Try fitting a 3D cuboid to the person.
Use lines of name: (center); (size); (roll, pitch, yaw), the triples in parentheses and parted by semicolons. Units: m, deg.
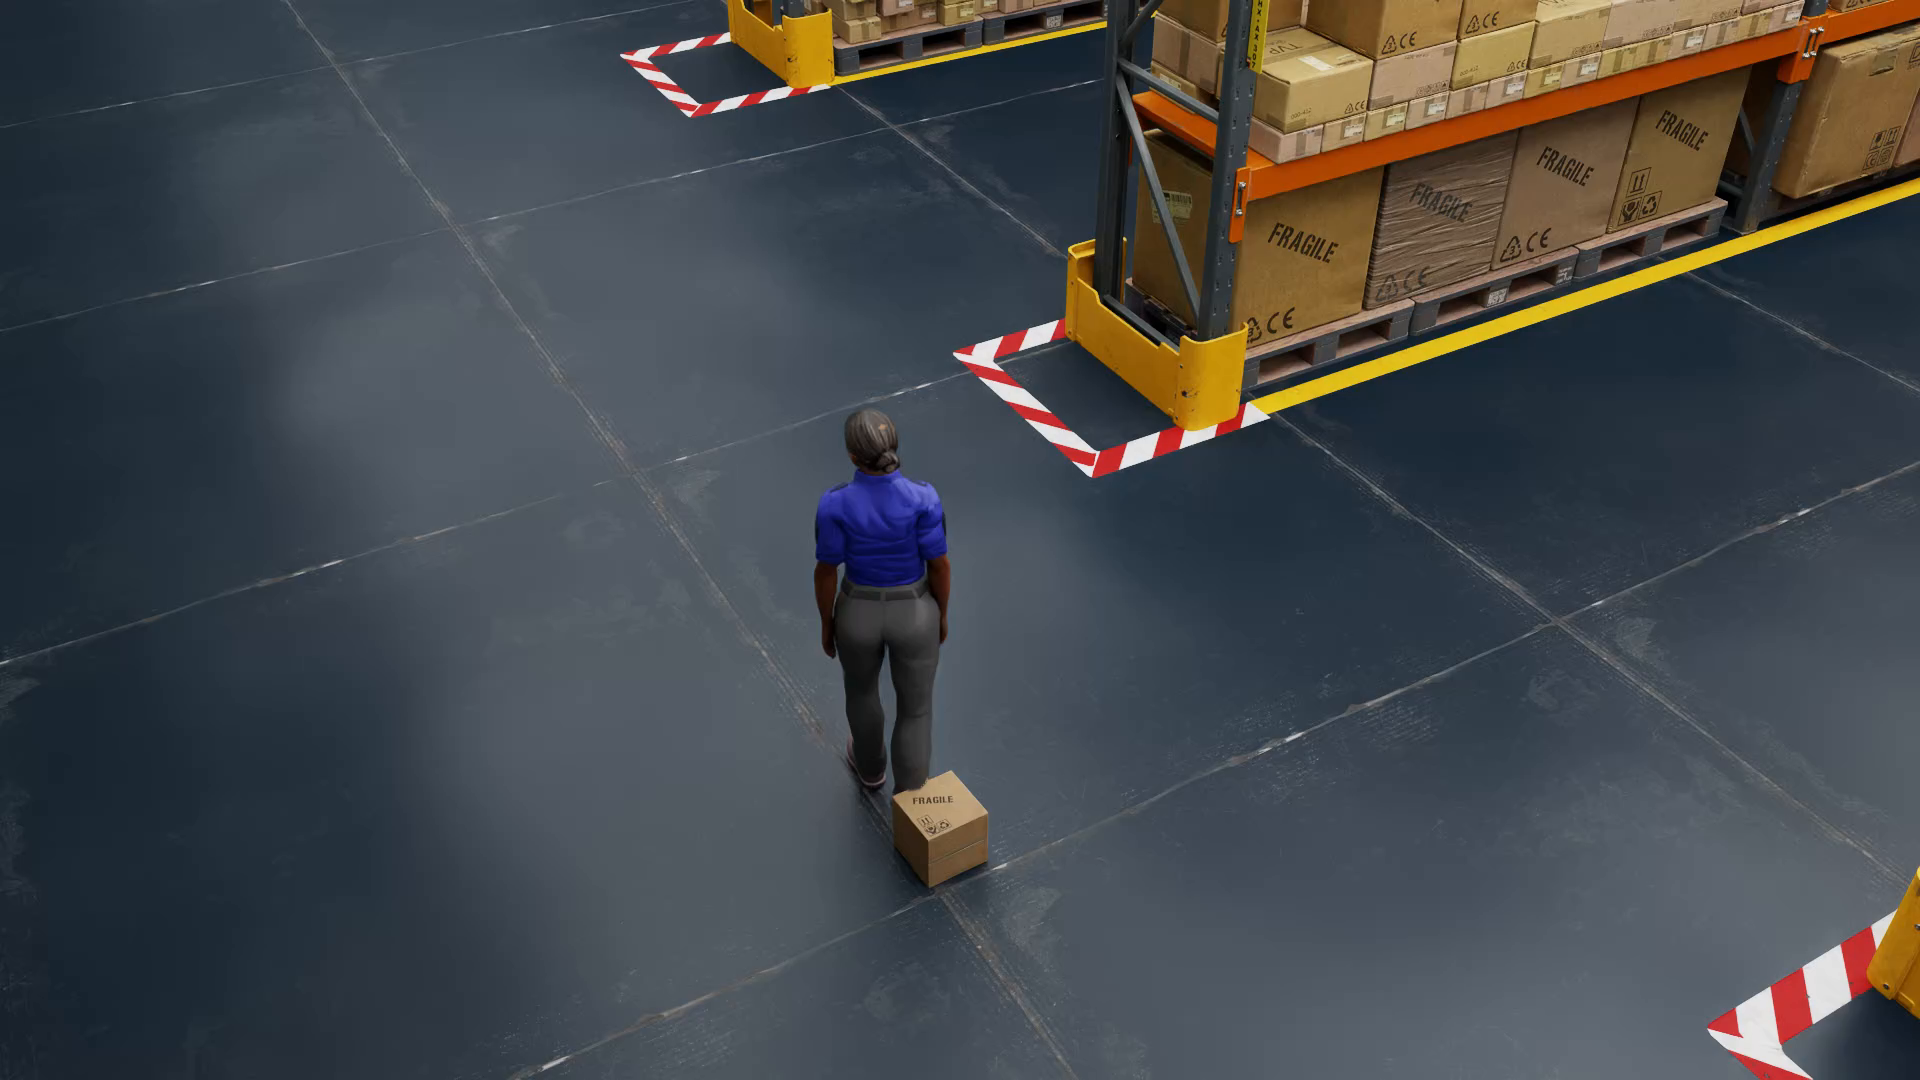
person: (-0.252, 0.283, 5.777); (0.487, 1.655, 0.548); (1, 37, 2)
